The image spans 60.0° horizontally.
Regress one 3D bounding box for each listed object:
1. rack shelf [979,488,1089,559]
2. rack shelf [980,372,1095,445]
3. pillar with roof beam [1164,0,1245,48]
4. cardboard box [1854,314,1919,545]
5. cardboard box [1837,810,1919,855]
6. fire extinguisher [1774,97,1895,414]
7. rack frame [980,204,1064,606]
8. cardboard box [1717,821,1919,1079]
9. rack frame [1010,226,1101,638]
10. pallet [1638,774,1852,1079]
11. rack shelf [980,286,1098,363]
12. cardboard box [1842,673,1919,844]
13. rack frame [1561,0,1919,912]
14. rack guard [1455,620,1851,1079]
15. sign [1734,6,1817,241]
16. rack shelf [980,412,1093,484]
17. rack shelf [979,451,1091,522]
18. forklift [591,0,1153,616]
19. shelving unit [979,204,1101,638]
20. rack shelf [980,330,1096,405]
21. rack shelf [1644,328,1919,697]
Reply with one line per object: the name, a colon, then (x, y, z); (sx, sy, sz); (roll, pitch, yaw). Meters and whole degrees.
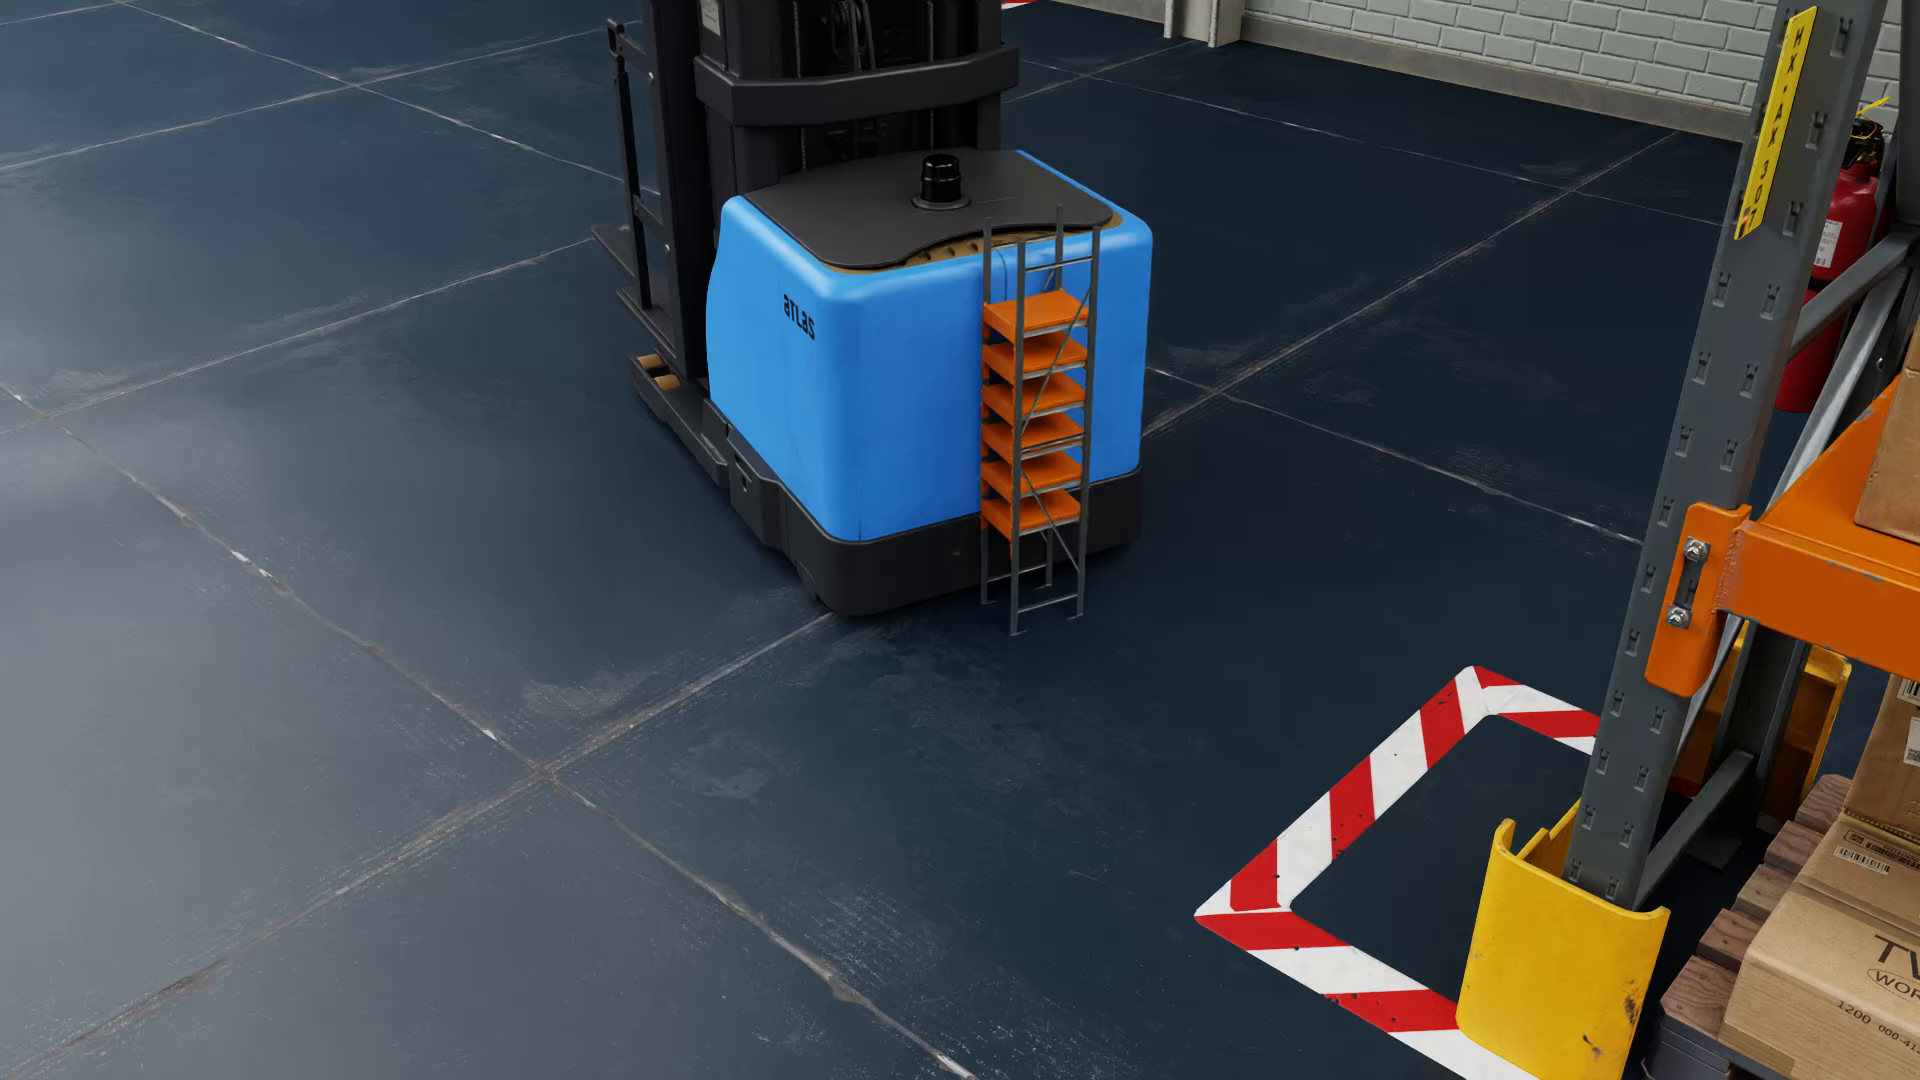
rack shelf: (0.210, -0.061, 4.739); (0.258, 0.103, 0.180); (-15, 34, -23)
rack shelf: (0.210, -0.369, 4.554); (0.258, 0.103, 0.180); (-15, 34, -23)
pillar with roof beam: (-1.349, -5.395, 5.486); (0.400, 9.000, 9.100); (25, 39, 35)
cardboard box: (1.905, -0.287, 2.721); (0.500, 0.500, 0.700); (25, 39, 35)
cardboard box: (2.163, 0.661, 3.503); (0.500, 0.250, 0.500); (25, 39, 35)
fire extinguisher: (1.792, -0.596, 3.406); (0.183, 0.674, 0.296); (25, 39, 35)
rack frame: (0.168, -0.347, 4.662); (0.240, 1.200, 0.006); (-15, 34, -23)
cardboard box: (1.816, 0.859, 3.174); (0.500, 0.250, 0.500); (25, 39, 35)
rack frame: (0.252, -0.263, 4.523); (0.240, 1.200, 0.006); (-15, 34, -23)
pallet: (2.163, 1.033, 3.329); (1.213, 0.211, 1.003); (25, 39, 35)
rack shelf: (0.210, -0.575, 4.430); (0.258, 0.103, 0.180); (-15, 34, -23)
cardboard box: (2.165, 0.338, 3.311); (0.500, 0.500, 0.500); (25, 39, 35)
rack frame: (1.567, -0.410, 3.023); (0.127, 3.000, 1.000); (25, 39, 35)
rack guard: (1.550, 0.652, 3.682); (0.348, 0.500, 1.175); (25, 39, 35)
sign: (1.191, -0.605, 2.430); (0.005, 0.325, 0.100); (25, 39, 35)
rack shelf: (0.210, -0.267, 4.616); (0.258, 0.103, 0.180); (-15, 34, -23)
rack shelf: (0.210, -0.164, 4.678); (0.258, 0.103, 0.180); (-15, 34, -23)
forklift: (-0.564, -1.776, 5.359); (1.130, 2.935, 3.031); (-15, 34, -23)
shelving unit: (0.210, -0.305, 4.593); (0.258, 1.200, 0.189); (-15, 34, -23)
rack shelf: (0.210, -0.472, 4.492); (0.258, 0.103, 0.180); (-15, 34, -23)
rack shelf: (3.050, 0.590, 2.059); (4.000, 0.370, 1.077); (25, 39, 35)
